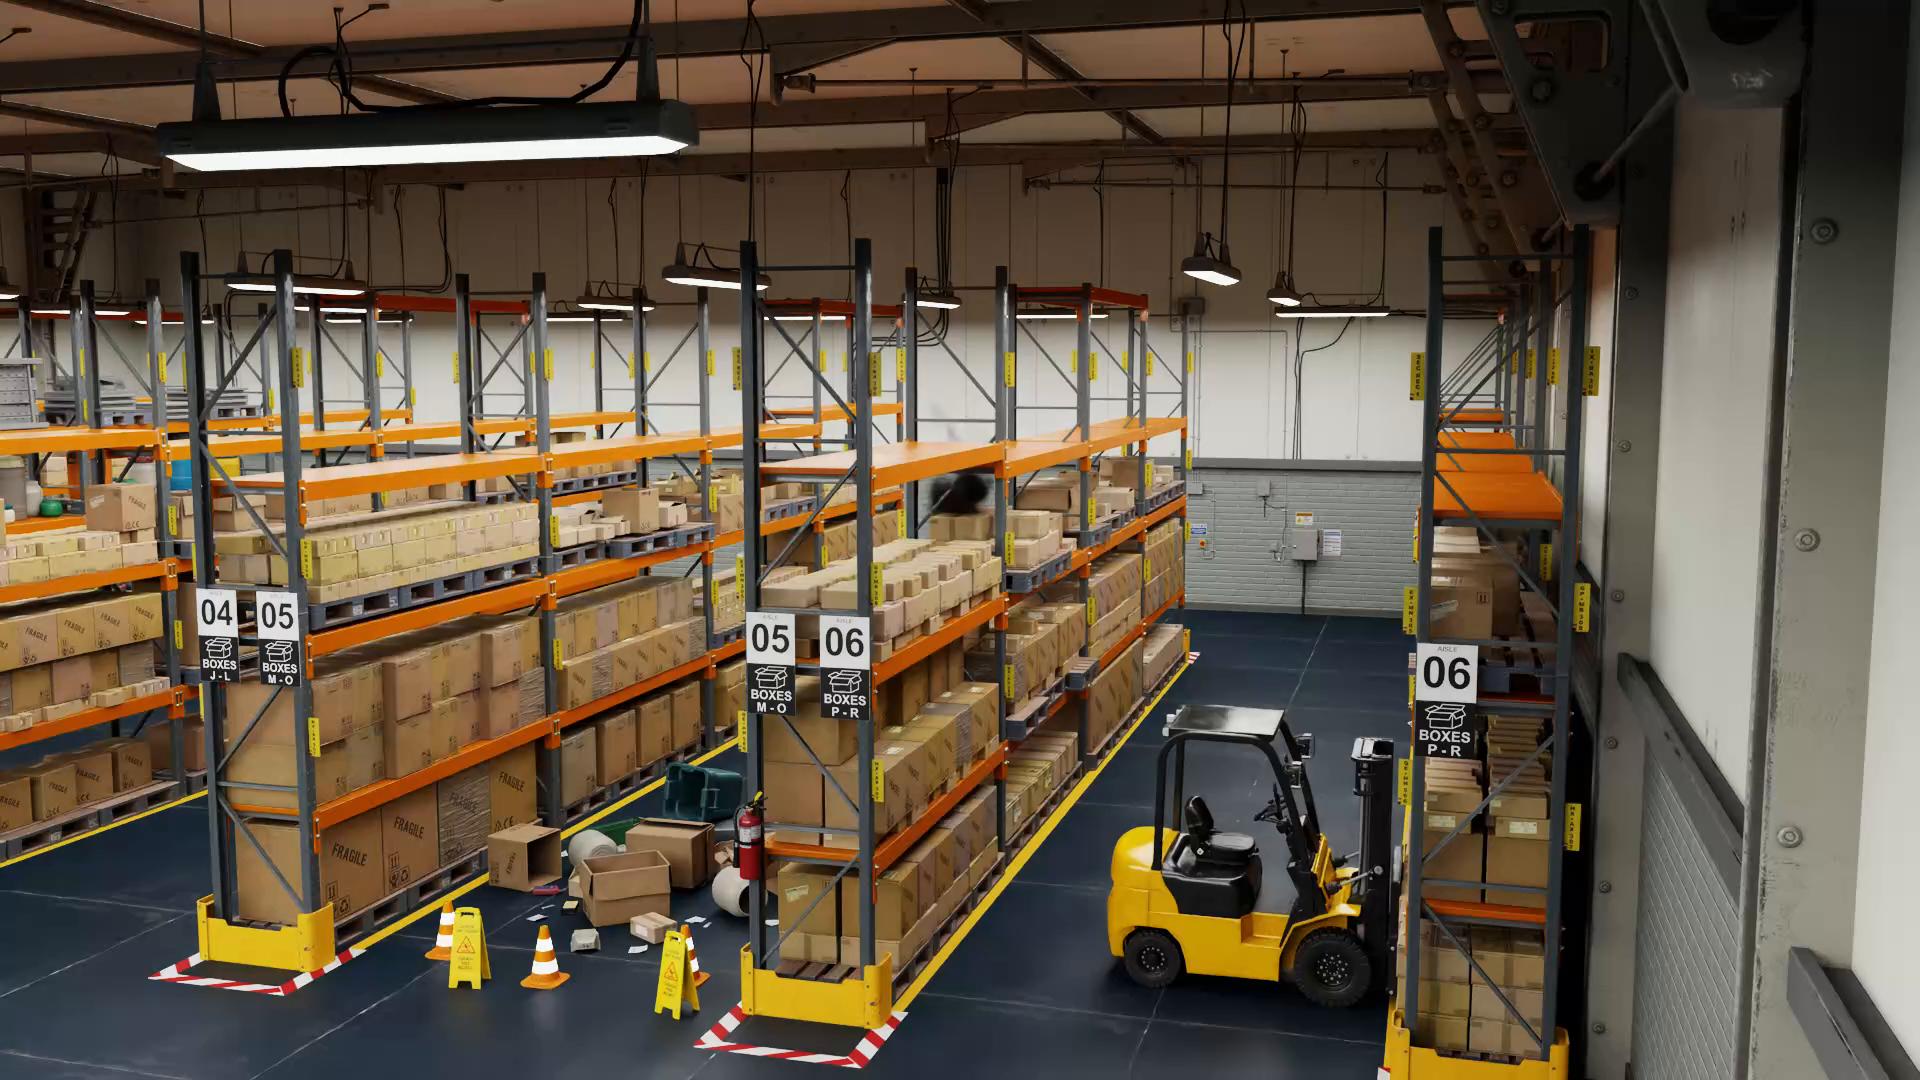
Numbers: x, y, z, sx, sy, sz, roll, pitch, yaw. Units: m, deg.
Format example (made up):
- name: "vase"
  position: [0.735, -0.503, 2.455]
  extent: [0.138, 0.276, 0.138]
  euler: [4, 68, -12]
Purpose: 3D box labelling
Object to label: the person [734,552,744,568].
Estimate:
- name: "person"
  position: [-3.692, 1.071, 28.335]
  extent: [0.675, 1.752, 1.008]
  euler: [3, 7, 25]
